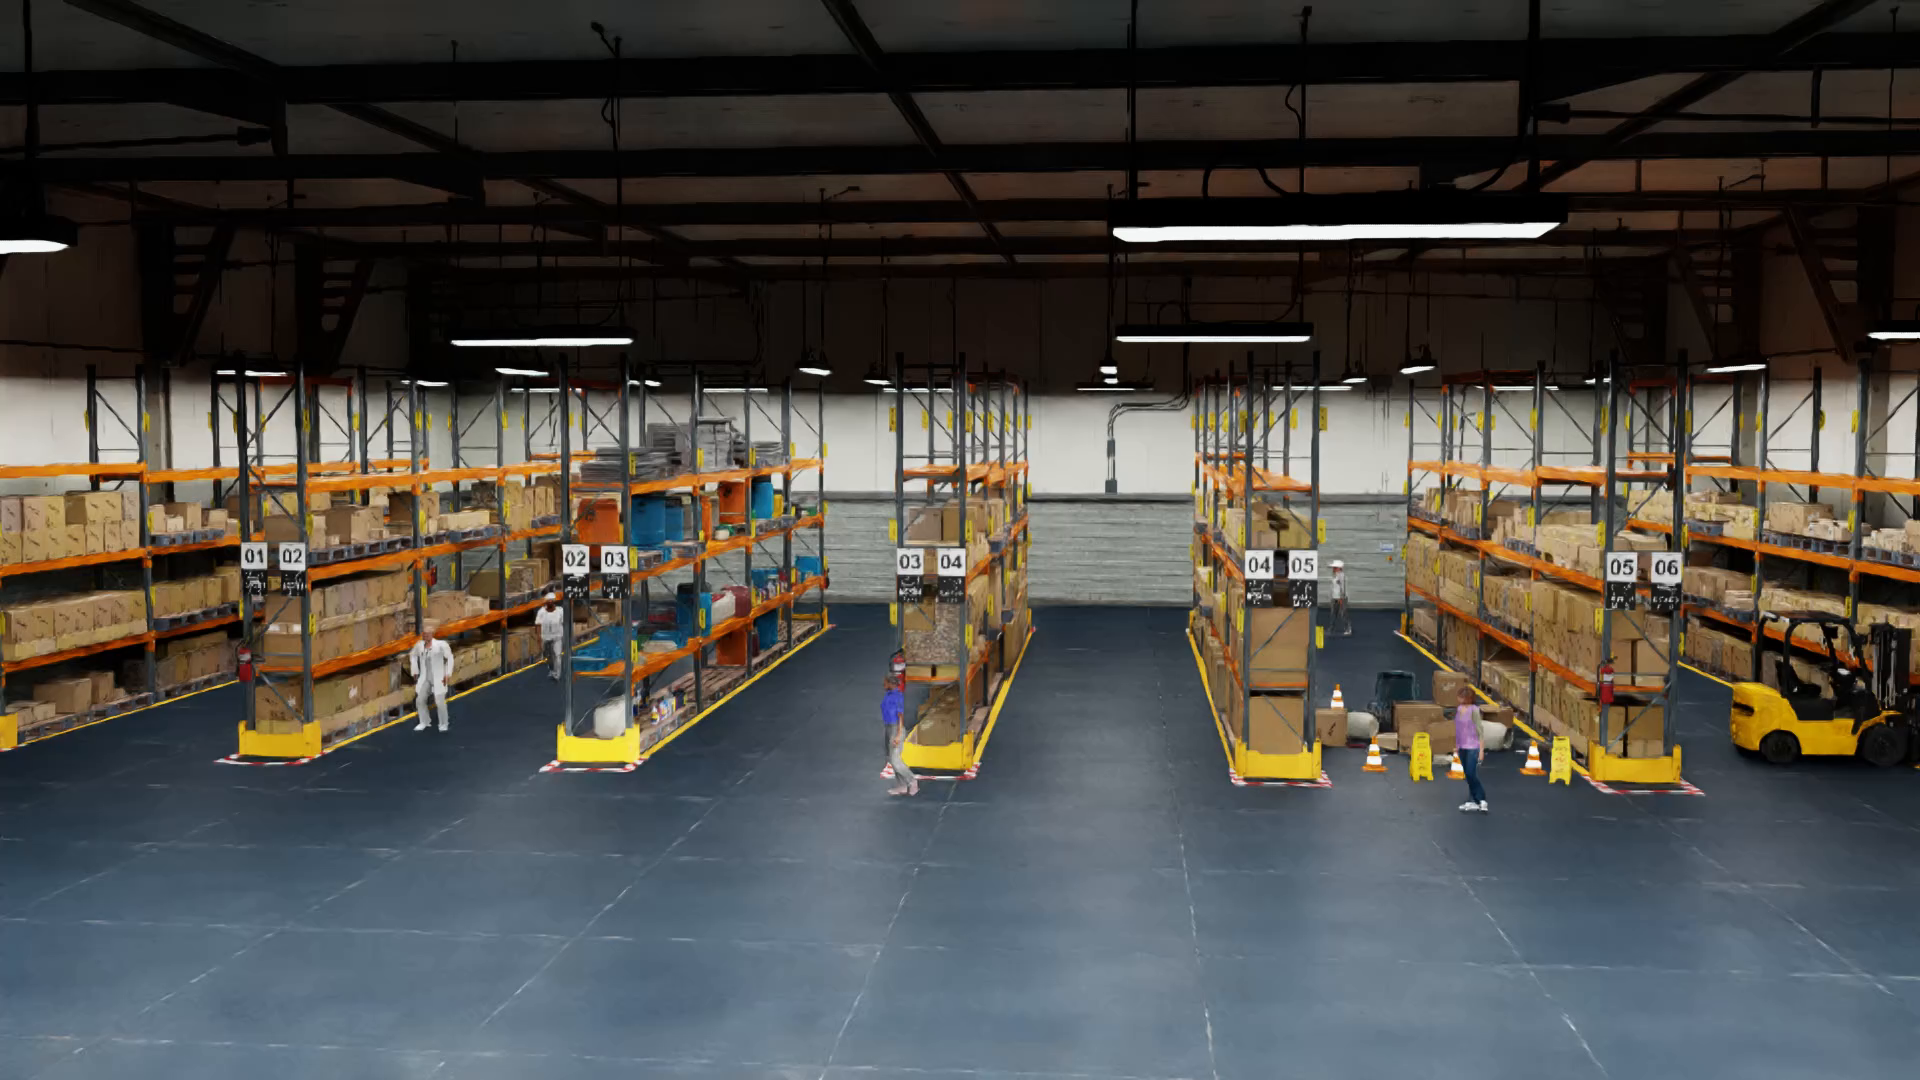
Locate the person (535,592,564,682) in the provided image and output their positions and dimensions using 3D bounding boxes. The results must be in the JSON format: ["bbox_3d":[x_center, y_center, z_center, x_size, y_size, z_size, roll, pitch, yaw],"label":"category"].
[{"bbox_3d":[-7.898,1.859,32.112,0.571,1.708,1.035,0,4,-3],"label":"person"}]

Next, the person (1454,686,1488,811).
[{"bbox_3d":[6.570,2.679,21.372,0.365,1.592,0.510,-2,4,-21],"label":"person"}]

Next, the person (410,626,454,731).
[{"bbox_3d":[-8.537,2.231,26.896,0.729,1.733,0.542,0,4,4],"label":"person"}]

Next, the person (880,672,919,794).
[{"bbox_3d":[-0.813,2.587,22.260,0.429,1.651,0.619,-2,5,-26],"label":"person"}]

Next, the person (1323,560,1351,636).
[{"bbox_3d":[8.832,1.353,38.939,0.619,1.771,0.642,0,4,-6],"label":"person"}]
